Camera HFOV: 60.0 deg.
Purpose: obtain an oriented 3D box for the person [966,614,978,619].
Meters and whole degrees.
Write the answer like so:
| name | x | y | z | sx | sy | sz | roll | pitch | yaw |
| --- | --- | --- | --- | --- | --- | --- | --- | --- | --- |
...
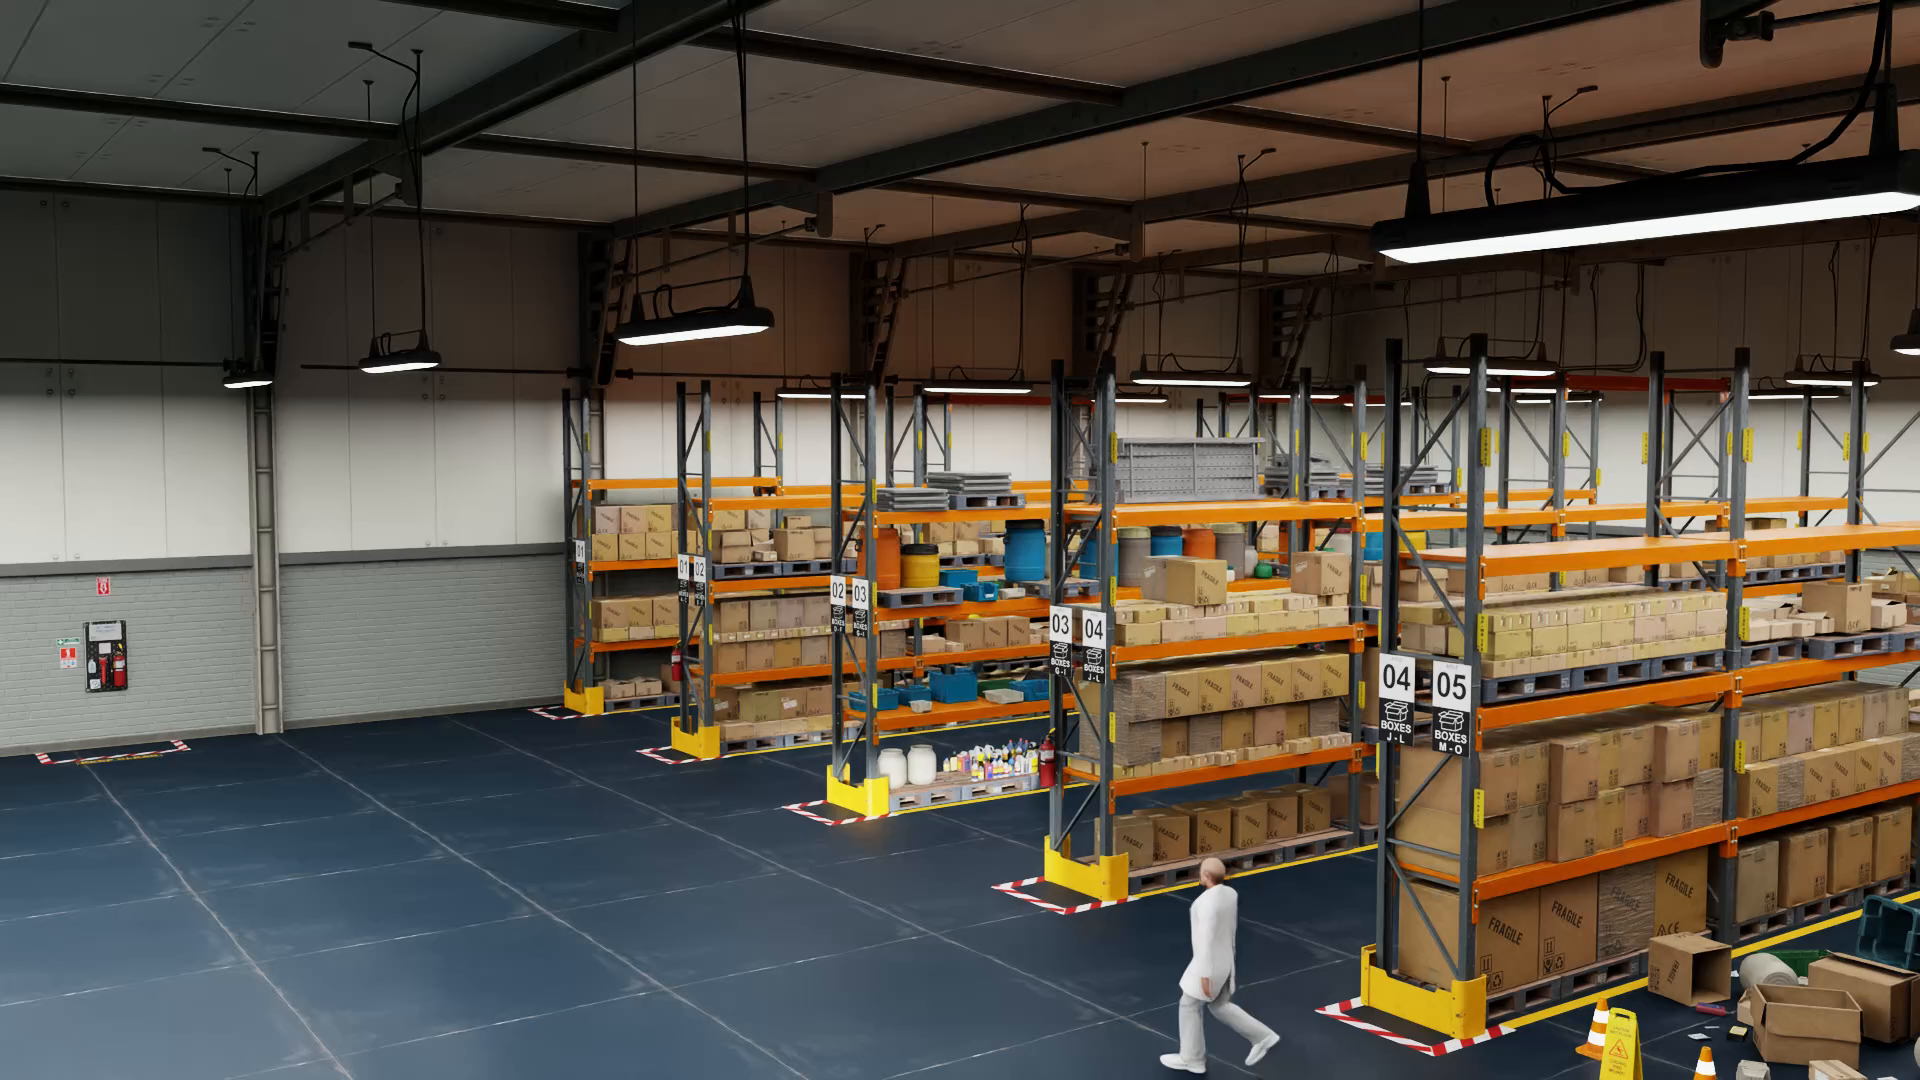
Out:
| name | x | y | z | sx | sy | sz | roll | pitch | yaw |
| --- | --- | --- | --- | --- | --- | --- | --- | --- | --- |
| person | 0.302 | 1.858 | 32.260 | 0.454 | 0.879 | 0.670 | -2 | 4 | -25 |

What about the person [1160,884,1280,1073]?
| name | x | y | z | sx | sy | sz | roll | pitch | yaw |
| --- | --- | --- | --- | --- | --- | --- | --- | --- | --- |
| person | 2.083 | 3.525 | 13.348 | 0.940 | 1.533 | 0.579 | 2 | 4 | 22 |
